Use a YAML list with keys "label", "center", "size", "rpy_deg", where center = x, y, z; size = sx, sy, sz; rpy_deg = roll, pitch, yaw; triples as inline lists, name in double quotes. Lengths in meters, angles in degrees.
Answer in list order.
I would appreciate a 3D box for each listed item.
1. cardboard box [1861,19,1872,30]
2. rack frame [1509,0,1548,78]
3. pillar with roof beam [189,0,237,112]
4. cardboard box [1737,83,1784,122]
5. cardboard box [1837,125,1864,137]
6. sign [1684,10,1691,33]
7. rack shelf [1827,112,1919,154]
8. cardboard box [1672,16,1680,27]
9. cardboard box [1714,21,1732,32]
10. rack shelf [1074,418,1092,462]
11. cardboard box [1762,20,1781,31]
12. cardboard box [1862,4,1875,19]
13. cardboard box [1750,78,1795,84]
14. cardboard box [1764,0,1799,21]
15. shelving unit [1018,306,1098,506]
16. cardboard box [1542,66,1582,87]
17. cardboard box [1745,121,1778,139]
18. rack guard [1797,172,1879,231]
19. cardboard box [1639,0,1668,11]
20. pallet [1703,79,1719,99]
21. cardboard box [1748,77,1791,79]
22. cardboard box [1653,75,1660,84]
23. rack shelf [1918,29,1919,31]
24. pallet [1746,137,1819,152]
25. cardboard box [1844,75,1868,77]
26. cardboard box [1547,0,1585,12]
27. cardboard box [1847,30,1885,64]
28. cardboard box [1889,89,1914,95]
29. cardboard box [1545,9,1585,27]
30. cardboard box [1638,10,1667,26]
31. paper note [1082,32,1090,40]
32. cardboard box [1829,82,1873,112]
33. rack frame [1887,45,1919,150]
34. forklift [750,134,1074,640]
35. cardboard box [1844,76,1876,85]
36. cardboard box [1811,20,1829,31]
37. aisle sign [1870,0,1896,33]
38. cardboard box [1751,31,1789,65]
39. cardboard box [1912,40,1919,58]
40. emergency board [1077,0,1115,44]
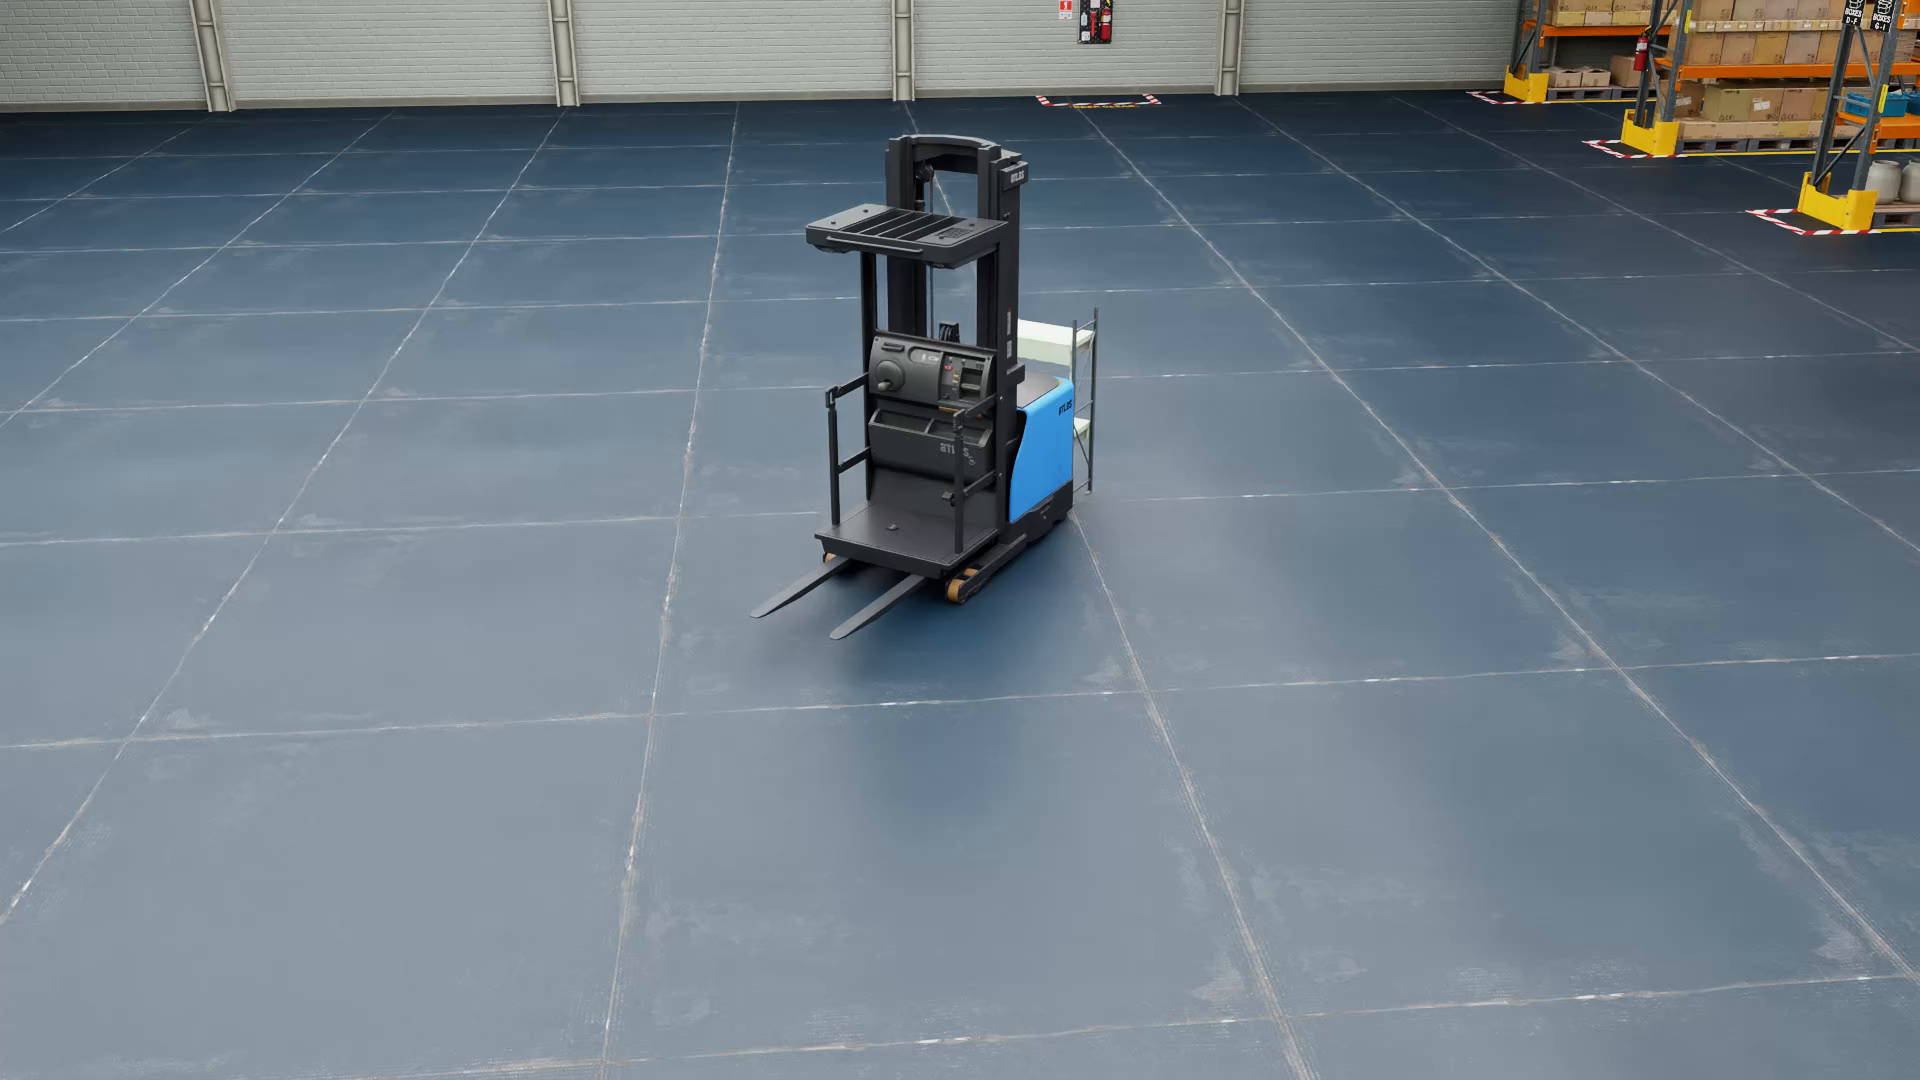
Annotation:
- label: "cardboard box"
  center: [13.752, -7.886, 25.378]
  size: [0.250, 0.149, 0.380]
  rpy_deg: [-2, 24, -5]
- label: "rack frame"
  center: [10.299, -9.515, 29.965]
  size: [0.127, 3.000, 1.000]
  rpy_deg: [-2, 24, -5]
- label: "pillar with roof beam"
  center: [-12.550, -9.936, 23.526]
  size: [0.400, 9.000, 9.100]
  rpy_deg: [-2, 24, -5]
- label: "cardboard box"
  center: [12.339, -6.769, 25.731]
  size: [0.500, 0.500, 0.500]
  rpy_deg: [-2, 24, -5]
- label: "cardboard box"
  center: [13.831, -6.486, 26.017]
  size: [0.500, 0.250, 0.500]
  rpy_deg: [-2, 24, -5]
- label: "sign"
  center: [10.838, -7.721, 24.764]
  size: [0.005, 0.325, 0.100]
  rpy_deg: [-2, 24, -5]
- label: "rack shelf"
  center: [13.263, -5.262, 21.282]
  size: [4.000, 0.370, 1.077]
  rpy_deg: [-2, 24, -5]
- label: "cardboard box"
  center: [11.151, -7.948, 25.516]
  size: [0.250, 0.149, 0.380]
  rpy_deg: [-3, 24, -6]
- label: "cardboard box"
  center: [11.463, -7.796, 25.174]
  size: [0.250, 0.149, 0.380]
  rpy_deg: [-3, 24, -7]
- label: "rack shelf"
  center: [0.616, -0.778, 12.955]
  size: [0.720, 0.370, 0.431]
  rpy_deg: [13, 27, 27]
- label: "cardboard box"
  center: [12.228, -7.826, 25.242]
  size: [0.250, 0.149, 0.380]
  rpy_deg: [-3, 24, -7]
- label: "cardboard box"
  center: [13.826, -8.271, 25.444]
  size: [0.500, 0.500, 0.700]
  rpy_deg: [-2, 24, -5]
- label: "cardboard box"
  center: [12.785, -6.998, 26.247]
  size: [0.500, 0.500, 0.500]
  rpy_deg: [-2, 24, -5]
- label: "cardboard box"
  center: [12.332, -8.211, 25.310]
  size: [0.500, 0.500, 0.700]
  rpy_deg: [-2, 24, -5]
- label: "shelving unit"
  center: [0.616, -1.075, 12.823]
  size: [0.755, 1.500, 0.431]
  rpy_deg: [13, 27, 27]
- label: "cardboard box"
  center: [10.996, -8.479, 30.402]
  size: [0.500, 0.311, 0.500]
  rpy_deg: [-5, 24, -11]
- label: "cardboard box"
  center: [12.340, -6.421, 25.872]
  size: [0.500, 0.250, 0.500]
  rpy_deg: [-2, 24, -5]
- label: "rack guard"
  center: [11.343, -4.391, 21.513]
  size: [0.348, 0.500, 1.175]
  rpy_deg: [-2, 24, -5]
- label: "cardboard box"
  center: [12.323, -9.756, 29.742]
  size: [0.500, 0.500, 0.500]
  rpy_deg: [-2, 24, -3]
- label: "pallet"
  center: [13.614, -8.360, 30.798]
  size: [1.213, 0.211, 1.003]
  rpy_deg: [-2, 24, -5]
- label: "cardboard box"
  center: [15.010, -8.770, 30.824]
  size: [0.500, 0.500, 0.700]
  rpy_deg: [-1, 24, -3]
- label: "cardboard box"
  center: [12.686, -8.518, 30.689]
  size: [0.250, 0.149, 0.380]
  rpy_deg: [-4, 24, -9]
- label: "rack shelf"
  center: [16.270, -9.426, 30.650]
  size: [4.000, 0.370, 1.077]
  rpy_deg: [-2, 24, -5]
- label: "pallet"
  center: [12.758, -6.334, 26.240]
  size: [1.213, 0.211, 1.003]
  rpy_deg: [-2, 24, -5]
- label: "cardboard box"
  center: [16.533, -8.839, 30.979]
  size: [0.500, 0.500, 0.700]
  rpy_deg: [-2, 24, -5]
- label: "cardboard box"
  center: [10.803, -9.696, 29.609]
  size: [0.500, 0.500, 0.500]
  rpy_deg: [-2, 24, -5]
- label: "cardboard box"
  center: [13.805, -7.675, 25.701]
  size: [0.500, 0.500, 0.700]
  rpy_deg: [-3, 24, -6]
- label: "cardboard box"
  center: [15.145, -6.997, 26.476]
  size: [0.500, 0.311, 0.500]
  rpy_deg: [-2, 24, -5]
- label: "cardboard box"
  center: [10.816, -9.347, 29.747]
  size: [0.500, 0.250, 0.500]
  rpy_deg: [-3, 24, -7]
- label: "cardboard box"
  center: [12.342, -9.411, 29.890]
  size: [0.500, 0.250, 0.500]
  rpy_deg: [-2, 24, -5]
- label: "paper note"
  center: [2.293, -9.189, 30.314]
  size: [0.142, 0.148, 0.016]
  rpy_deg: [-2, 24, -5]
- label: "cardboard box"
  center: [13.831, -6.829, 25.866]
  size: [0.500, 0.500, 0.500]
  rpy_deg: [-2, 24, -5]
- label: "rack frame"
  center: [14.770, -7.673, 25.820]
  size: [0.127, 3.000, 1.000]
  rpy_deg: [-2, 24, -5]
- label: "forklift"
  center: [-0.307, -1.119, 11.160]
  size: [1.130, 2.935, 3.031]
  rpy_deg: [13, 27, 27]
- label: "cardboard box"
  center: [14.278, -7.059, 26.384]
  size: [0.500, 0.500, 0.500]
  rpy_deg: [-2, 24, -5]
- label: "cardboard box"
  center: [12.993, -7.856, 25.309]
  size: [0.250, 0.149, 0.380]
  rpy_deg: [-2, 24, -3]
- label: "aisle sign"
  center: [11.230, -6.578, 20.155]
  size: [0.004, 0.787, 0.394]
  rpy_deg: [-2, 24, -5]
- label: "cardboard box"
  center: [12.272, -7.613, 25.562]
  size: [0.500, 0.500, 0.700]
  rpy_deg: [-2, 24, -5]
- label: "cardboard box"
  center: [15.256, -7.642, 25.934]
  size: [0.500, 0.250, 0.500]
  rpy_deg: [-1, 24, -2]
- label: "emergency board"
  center: [2.476, -9.570, 30.088]
  size: [0.643, 1.169, 0.194]
  rpy_deg: [-2, 24, -5]
